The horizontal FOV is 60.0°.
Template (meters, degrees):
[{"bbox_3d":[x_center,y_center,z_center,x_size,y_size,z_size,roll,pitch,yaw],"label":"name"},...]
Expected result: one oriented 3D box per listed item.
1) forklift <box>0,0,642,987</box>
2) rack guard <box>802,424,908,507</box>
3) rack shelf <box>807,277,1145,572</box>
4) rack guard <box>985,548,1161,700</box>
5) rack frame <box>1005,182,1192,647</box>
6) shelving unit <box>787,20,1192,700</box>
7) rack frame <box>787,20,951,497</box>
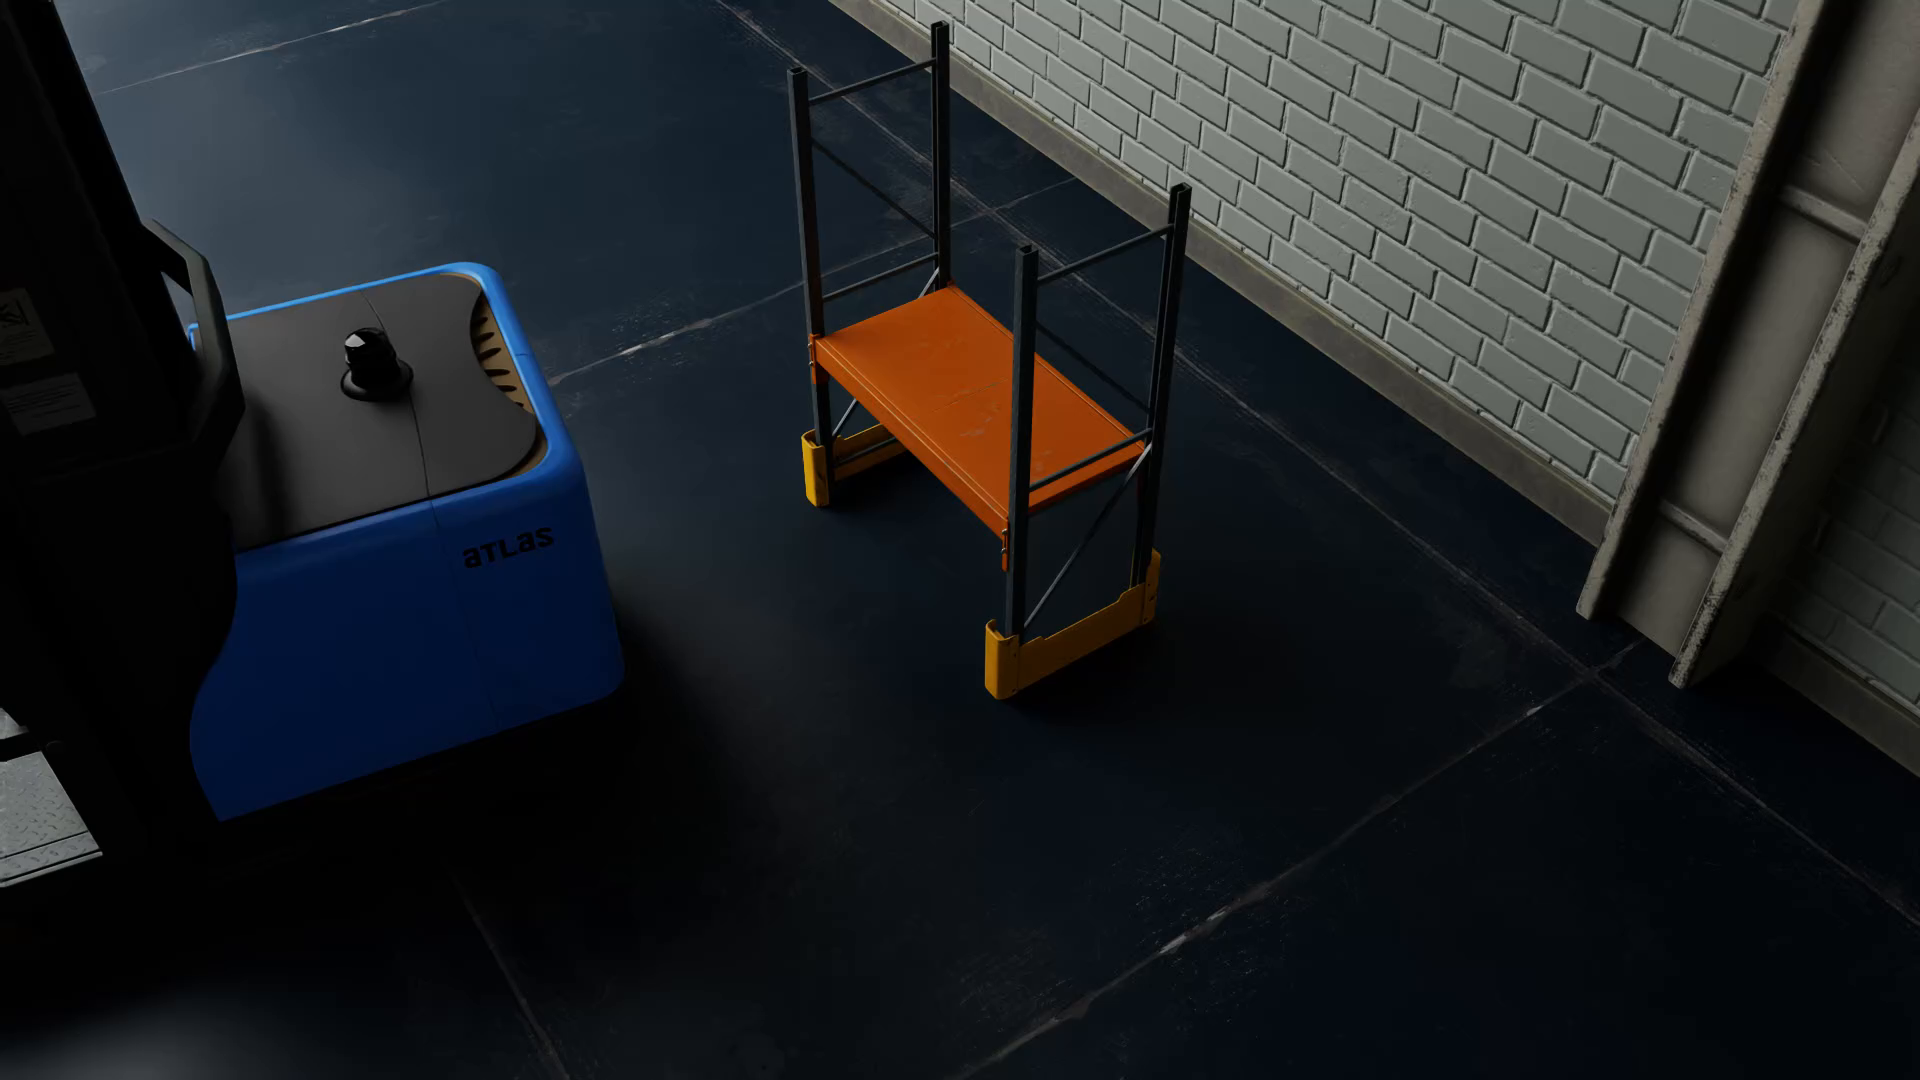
[{"bbox_3d":[-2.439,-0.334,3.477,3.031,2.935,1.130,-17,46,-17],"label":"forklift"},{"bbox_3d":[-0.241,-0.329,5.414,0.587,0.250,0.087,-26,49,-24],"label":"rack guard"},{"bbox_3d":[0.049,-0.364,4.806,0.538,0.185,1.000,-26,49,-24],"label":"rack shelf"},{"bbox_3d":[0.329,0.235,4.823,0.587,0.250,0.087,-26,49,-24],"label":"rack guard"},{"bbox_3d":[0.340,-0.206,4.380,0.500,1.500,0.032,-26,49,-24],"label":"rack frame"},{"bbox_3d":[0.044,-0.499,4.687,0.587,1.500,1.083,-26,49,-24],"label":"shelving unit"},{"bbox_3d":[-0.242,-0.782,4.983,0.500,1.500,0.032,-26,49,-24],"label":"rack frame"}]
